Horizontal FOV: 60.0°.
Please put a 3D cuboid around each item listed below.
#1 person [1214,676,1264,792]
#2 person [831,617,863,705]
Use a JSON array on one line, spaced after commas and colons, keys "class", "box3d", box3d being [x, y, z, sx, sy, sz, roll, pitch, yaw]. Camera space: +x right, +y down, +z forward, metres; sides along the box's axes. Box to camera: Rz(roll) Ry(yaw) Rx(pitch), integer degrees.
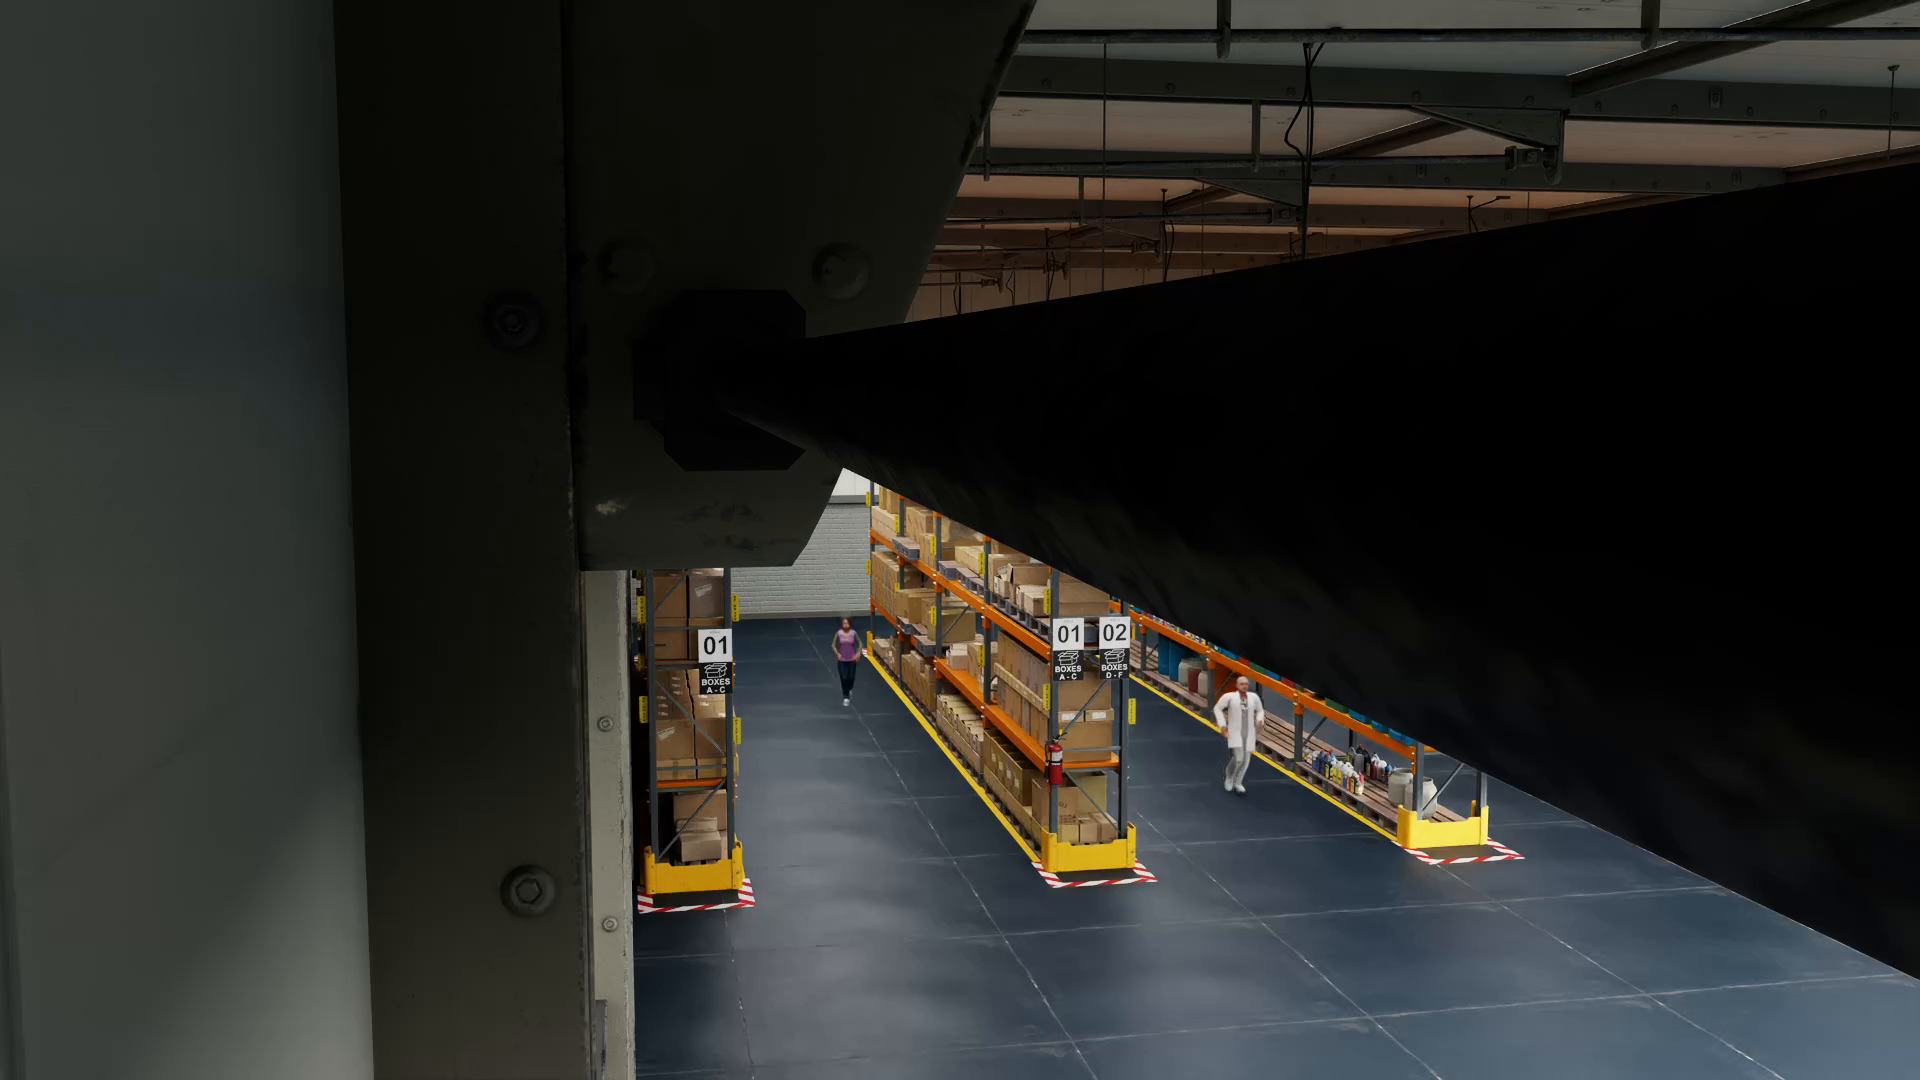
[{"class": "person", "box3d": [4.184, 2.889, 24.632, 0.717, 1.747, 0.645, -1, 6, -13]}, {"class": "person", "box3d": [-2.026, 2.164, 29.802, 0.565, 1.576, 0.514, -1, 6, -5]}]
